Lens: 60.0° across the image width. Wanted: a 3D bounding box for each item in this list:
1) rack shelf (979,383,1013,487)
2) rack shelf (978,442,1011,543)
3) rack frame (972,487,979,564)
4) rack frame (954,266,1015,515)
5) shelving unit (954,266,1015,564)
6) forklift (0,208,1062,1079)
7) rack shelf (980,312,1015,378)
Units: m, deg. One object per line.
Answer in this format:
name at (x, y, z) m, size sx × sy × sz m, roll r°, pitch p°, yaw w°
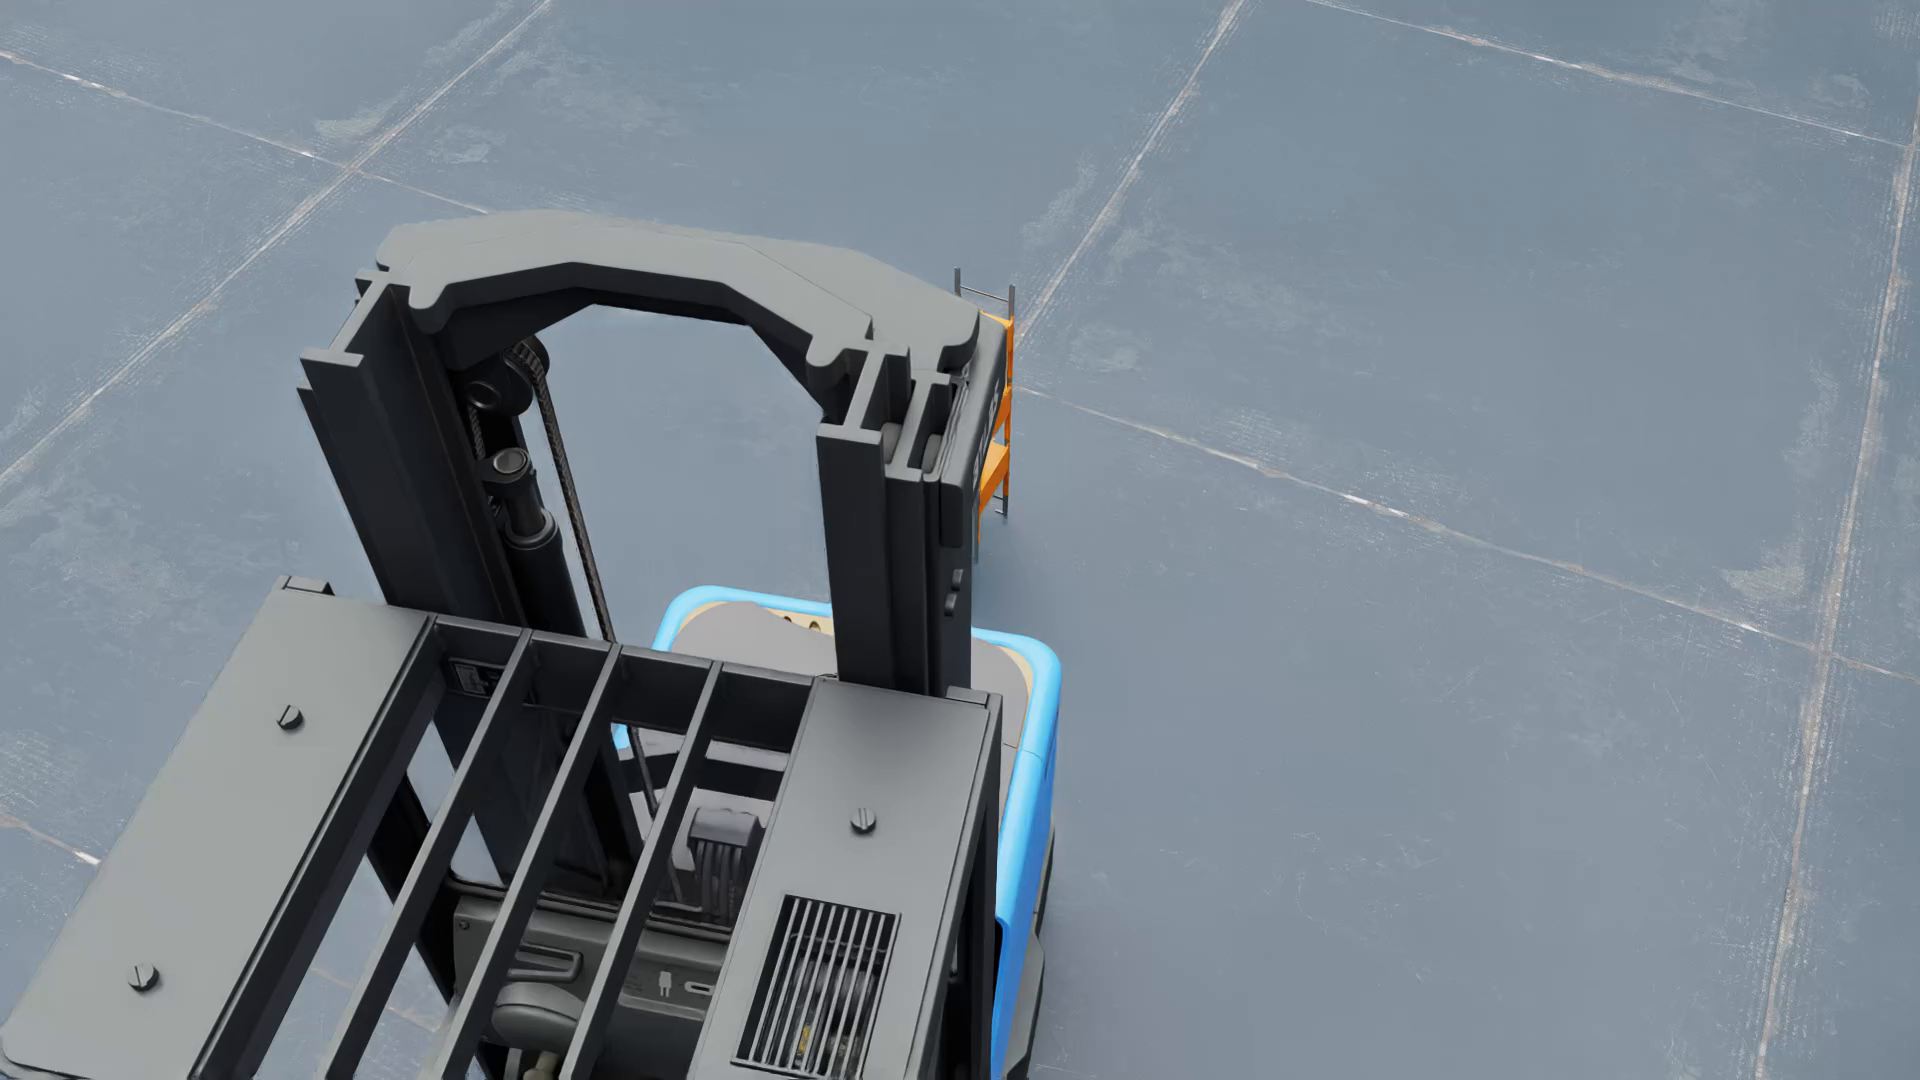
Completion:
rack shelf at (0.023, -0.370, 5.390) m, size 0.215 × 0.259 × 0.240 m, roll 20°, pitch 52°, yaw 16°
rack shelf at (0.023, -0.190, 5.601) m, size 0.215 × 0.259 × 0.240 m, roll 20°, pitch 52°, yaw 16°
rack frame at (-0.029, -0.293, 5.310) m, size 0.200 × 1.050 × 0.008 m, roll 20°, pitch 52°, yaw 16°
rack frame at (0.075, -0.461, 5.453) m, size 0.200 × 1.050 × 0.008 m, roll 20°, pitch 52°, yaw 16°
shelving unit at (0.023, -0.377, 5.382) m, size 0.215 × 1.050 × 0.252 m, roll 20°, pitch 52°, yaw 16°
forklift at (-0.532, 1.025, 2.953) m, size 1.130 × 2.935 × 3.031 m, roll 9°, pitch 50°, yaw 7°
rack shelf at (0.023, -0.554, 5.173) m, size 0.215 × 0.259 × 0.240 m, roll 20°, pitch 52°, yaw 16°
